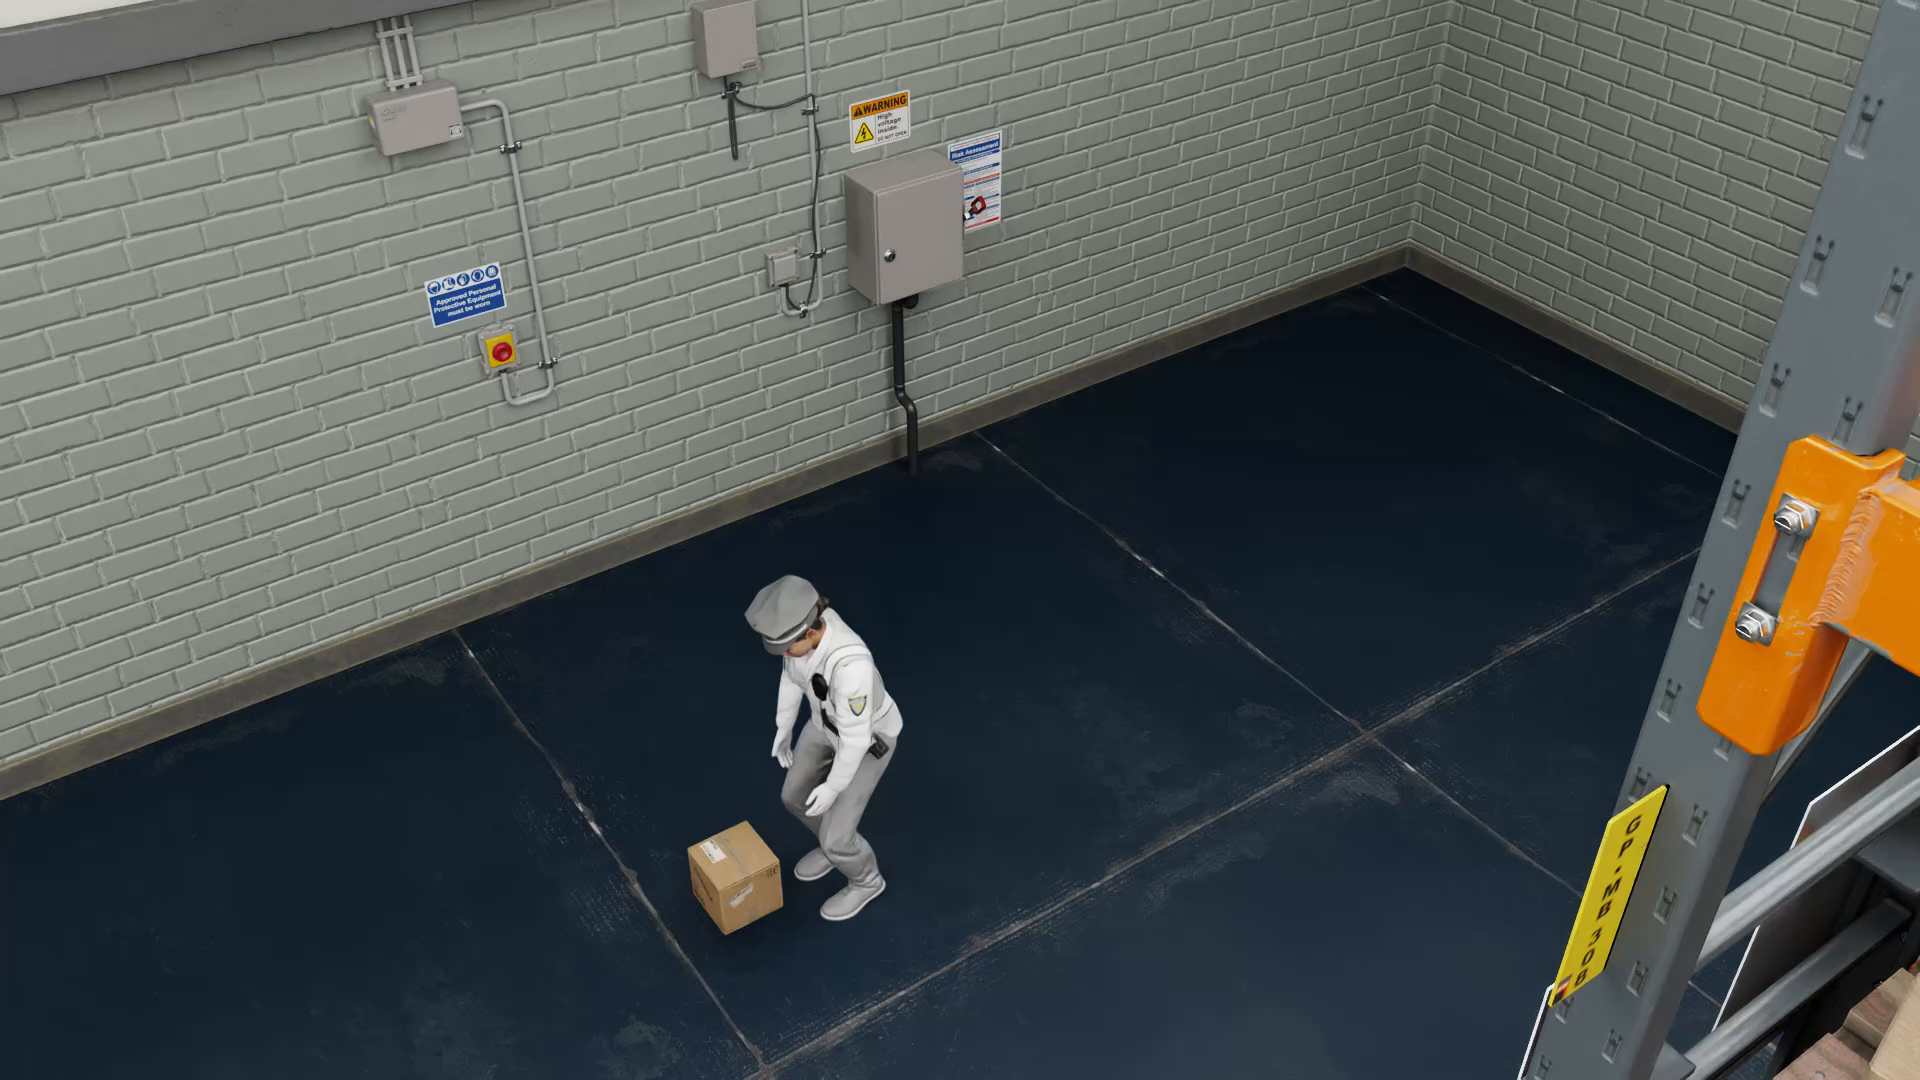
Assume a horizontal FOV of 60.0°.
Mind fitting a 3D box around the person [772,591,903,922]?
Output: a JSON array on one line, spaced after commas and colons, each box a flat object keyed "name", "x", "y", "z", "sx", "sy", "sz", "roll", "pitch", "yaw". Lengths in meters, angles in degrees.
[{"name": "person", "x": -0.450, "y": 0.756, "z": 6.101, "sx": 0.496, "sy": 1.535, "sz": 0.520, "roll": -22, "pitch": 42, "yaw": -27}]
